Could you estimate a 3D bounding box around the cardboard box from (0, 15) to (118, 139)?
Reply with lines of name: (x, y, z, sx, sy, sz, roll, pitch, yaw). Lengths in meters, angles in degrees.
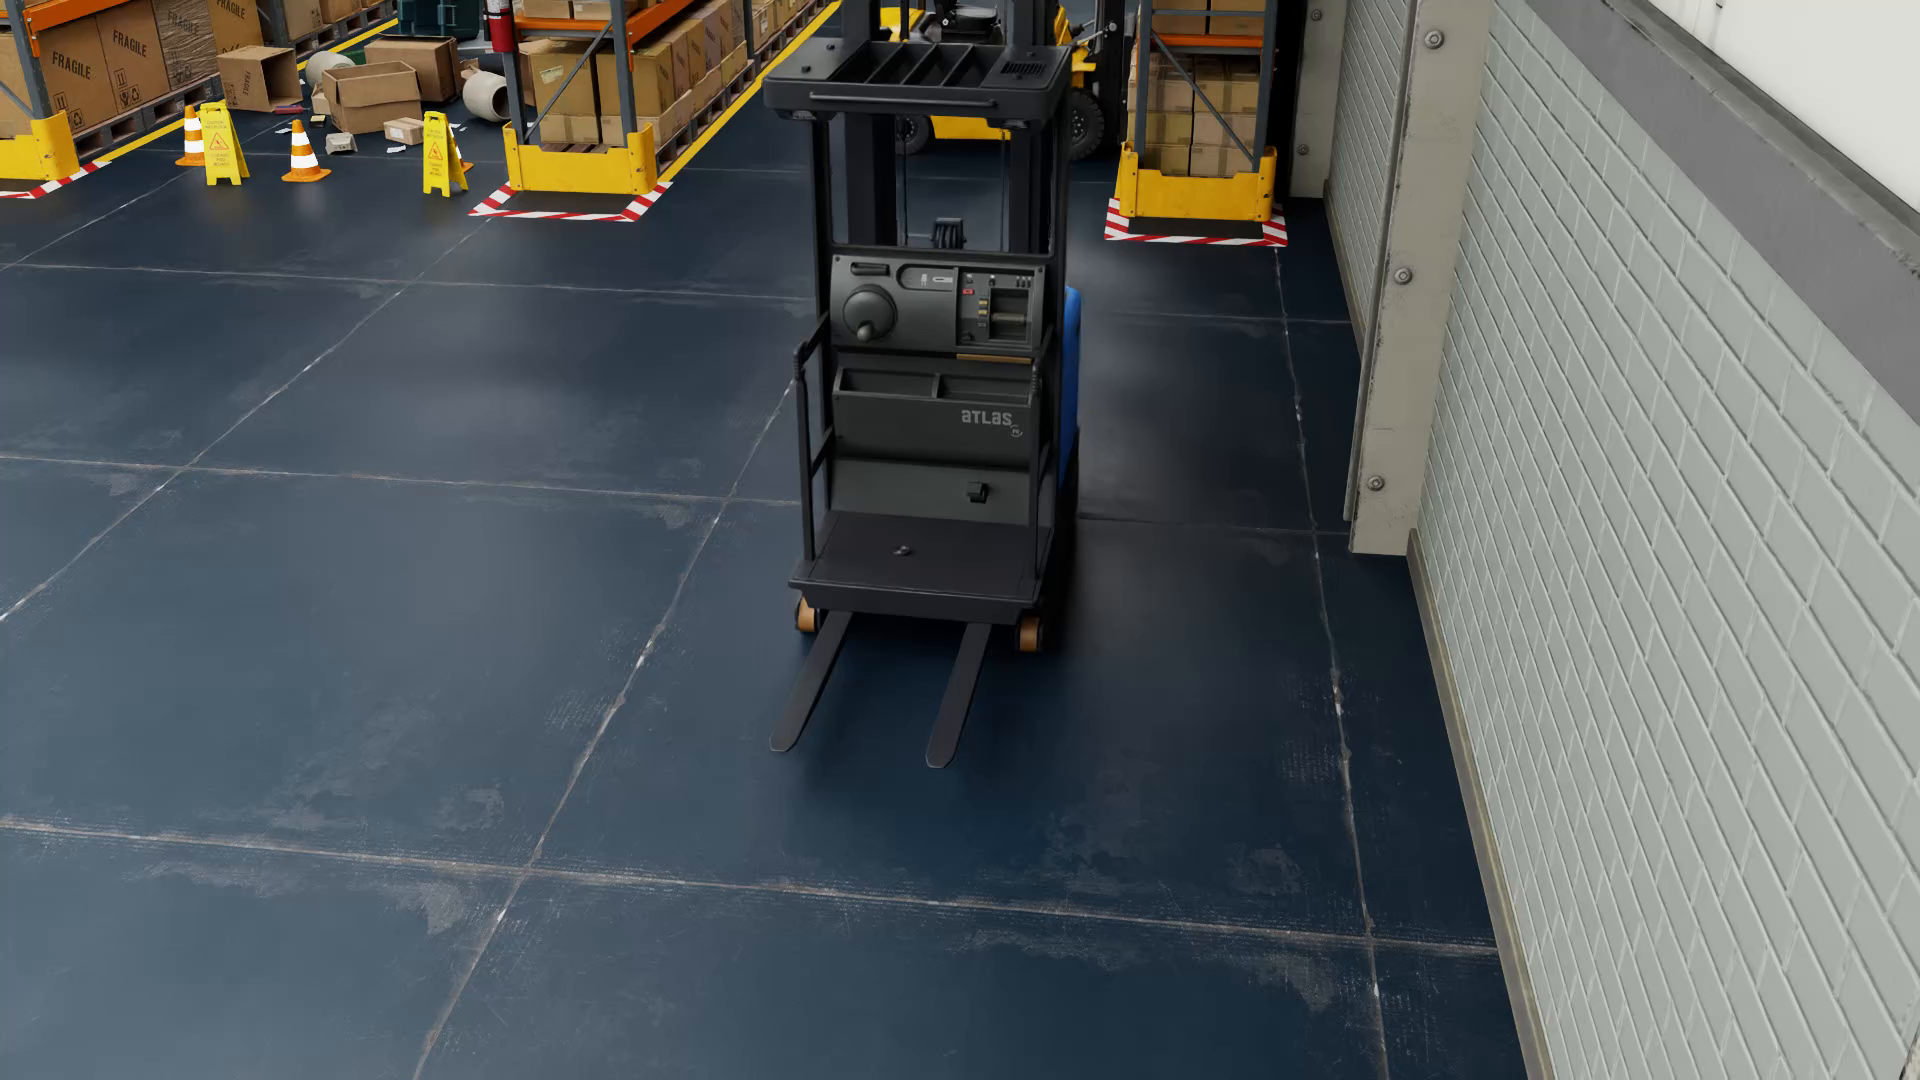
cardboard box: (-7.995, -3.994, 14.298, 0.875, 0.875, 0.875, 4, 29, 6)

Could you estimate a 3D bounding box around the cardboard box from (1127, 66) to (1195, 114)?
cardboard box: (1.586, -3.544, 13.067, 0.500, 0.250, 0.500, 4, 29, 8)

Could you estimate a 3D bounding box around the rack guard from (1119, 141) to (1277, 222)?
rack guard: (1.836, -2.782, 12.888, 1.175, 0.500, 0.348, 3, 28, 6)

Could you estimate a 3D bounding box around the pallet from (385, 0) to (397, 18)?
pallet: (-7.204, -6.592, 20.264, 1.003, 0.211, 1.213, 3, 28, 6)

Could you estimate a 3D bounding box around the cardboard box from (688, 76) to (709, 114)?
cardboard box: (-2.590, -4.016, 14.999, 0.500, 0.250, 0.500, 5, 29, 10)

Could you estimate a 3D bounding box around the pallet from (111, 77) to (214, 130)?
pallet: (-7.840, -4.147, 15.725, 1.003, 0.211, 1.213, 3, 28, 6)

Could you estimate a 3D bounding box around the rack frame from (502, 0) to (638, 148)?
rack frame: (-3.087, -4.181, 12.848, 1.000, 3.000, 0.127, 3, 28, 6)

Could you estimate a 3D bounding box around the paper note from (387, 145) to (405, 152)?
paper note: (-4.947, -3.434, 14.593, 0.148, 0.019, 0.142, -6, 29, -11)

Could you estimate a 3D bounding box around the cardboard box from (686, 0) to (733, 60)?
cardboard box: (-2.464, -4.835, 15.727, 0.500, 0.500, 0.500, 4, 29, 7)

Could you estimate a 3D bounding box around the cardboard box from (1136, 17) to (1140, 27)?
cardboard box: (1.836, -4.507, 14.856, 0.500, 0.250, 0.500, 4, 29, 8)

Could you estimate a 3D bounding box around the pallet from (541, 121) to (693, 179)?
pallet: (-2.944, -3.369, 14.282, 1.003, 0.211, 1.213, 3, 28, 6)

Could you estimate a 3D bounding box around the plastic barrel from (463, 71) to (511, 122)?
plastic barrel: (-4.337, -4.107, 15.427, 0.421, 0.421, 0.512, -24, 36, -37)

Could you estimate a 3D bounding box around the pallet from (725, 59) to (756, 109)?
pallet: (-2.645, -4.518, 16.414, 1.003, 0.211, 1.213, 3, 28, 6)

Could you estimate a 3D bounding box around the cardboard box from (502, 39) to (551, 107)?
cardboard box: (-4.079, -4.539, 16.146, 0.500, 0.500, 0.500, -24, 36, -37)

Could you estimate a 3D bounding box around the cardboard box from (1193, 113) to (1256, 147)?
cardboard box: (2.103, -3.298, 13.138, 0.500, 0.250, 0.500, 4, 29, 7)

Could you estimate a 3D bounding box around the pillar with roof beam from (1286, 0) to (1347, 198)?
pillar with roof beam: (-1.453, -7.061, 11.868, 9.100, 9.000, 0.400, 3, 28, 6)

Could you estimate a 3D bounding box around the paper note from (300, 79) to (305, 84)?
paper note: (-6.706, -4.628, 16.808, 0.147, 0.020, 0.142, -17, 33, -29)

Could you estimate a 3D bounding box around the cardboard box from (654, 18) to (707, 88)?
cardboard box: (-2.583, -4.342, 14.813, 0.500, 0.500, 0.500, 4, 29, 7)

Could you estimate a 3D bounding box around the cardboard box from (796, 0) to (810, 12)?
cardboard box: (-2.269, -6.362, 19.223, 0.950, 0.372, 0.625, 3, 28, 5)

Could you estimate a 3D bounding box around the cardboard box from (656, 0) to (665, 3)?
cardboard box: (-2.634, -4.575, 13.844, 0.380, 0.149, 0.250, 4, 29, 7)

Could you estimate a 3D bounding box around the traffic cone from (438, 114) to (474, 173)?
traffic cone: (-4.315, -3.341, 13.965, 0.336, 0.463, 0.334, 3, 28, 6)

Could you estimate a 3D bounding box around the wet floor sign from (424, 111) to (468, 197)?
wet floor sign: (-4.173, -3.117, 13.356, 0.267, 0.644, 0.232, 14, 31, 24)

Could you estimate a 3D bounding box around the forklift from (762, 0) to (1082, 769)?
forklift: (-0.132, -0.978, 6.974, 1.130, 2.935, 3.031, 5, 29, 9)

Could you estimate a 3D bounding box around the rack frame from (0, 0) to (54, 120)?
rack frame: (-8.013, -4.421, 13.294, 1.000, 3.000, 0.127, 3, 28, 6)

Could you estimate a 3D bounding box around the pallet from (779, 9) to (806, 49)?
pallet: (-2.356, -5.779, 18.754, 1.003, 0.211, 1.213, 3, 28, 6)

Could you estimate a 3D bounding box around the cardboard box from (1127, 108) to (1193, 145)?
cardboard box: (1.589, -3.336, 13.209, 0.500, 0.250, 0.500, 3, 28, 6)

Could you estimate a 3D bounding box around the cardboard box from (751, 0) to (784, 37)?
cardboard box: (-2.451, -5.677, 17.954, 0.950, 0.372, 0.625, 5, 29, 9)

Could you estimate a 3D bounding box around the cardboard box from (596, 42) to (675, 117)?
cardboard box: (-2.712, -3.860, 13.918, 0.500, 0.500, 0.500, 2, 28, 4)

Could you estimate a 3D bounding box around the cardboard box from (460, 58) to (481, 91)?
cardboard box: (-4.827, -4.601, 16.511, 0.258, 0.266, 0.396, -17, 33, -29)

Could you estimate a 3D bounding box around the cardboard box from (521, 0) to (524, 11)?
cardboard box: (-3.333, -4.385, 13.491, 0.380, 0.149, 0.250, 3, 28, 6)

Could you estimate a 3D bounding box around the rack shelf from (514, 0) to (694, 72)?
rack shelf: (-2.842, -4.806, 14.766, 1.077, 0.370, 4.000, 3, 28, 6)

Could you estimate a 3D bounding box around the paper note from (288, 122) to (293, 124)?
paper note: (-6.179, -3.877, 15.437, 0.032, 0.001, 0.123, 20, 34, 32)

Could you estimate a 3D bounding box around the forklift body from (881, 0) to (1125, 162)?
forklift body: (0.261, -4.519, 14.371, 2.313, 2.155, 1.214, 3, 28, 6)

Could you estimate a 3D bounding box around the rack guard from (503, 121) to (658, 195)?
rack guard: (-3.078, -3.116, 13.507, 1.175, 0.500, 0.348, 3, 28, 6)

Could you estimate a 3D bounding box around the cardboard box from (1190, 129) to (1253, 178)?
cardboard box: (2.094, -3.088, 13.276, 0.500, 0.250, 0.500, 3, 29, 6)

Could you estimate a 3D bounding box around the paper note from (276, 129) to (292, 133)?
paper note: (-6.141, -3.733, 15.149, 0.144, 0.017, 0.142, 14, 31, 24)

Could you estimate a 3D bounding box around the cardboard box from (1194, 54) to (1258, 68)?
cardboard box: (2.144, -3.759, 13.468, 0.500, 0.250, 0.500, 3, 28, 6)

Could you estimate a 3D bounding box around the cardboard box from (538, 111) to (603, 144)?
cardboard box: (-3.252, -3.563, 14.157, 0.500, 0.250, 0.500, 3, 28, 6)

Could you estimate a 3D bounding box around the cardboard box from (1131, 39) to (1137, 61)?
cardboard box: (1.695, -4.022, 13.956, 0.500, 0.250, 0.500, 4, 29, 7)

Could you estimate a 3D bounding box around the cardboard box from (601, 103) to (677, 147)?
cardboard box: (-2.714, -3.519, 14.076, 0.500, 0.250, 0.500, 3, 28, 6)

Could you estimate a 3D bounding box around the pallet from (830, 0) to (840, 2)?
pallet: (-1.936, -7.086, 21.180, 1.003, 0.211, 1.213, 3, 28, 6)

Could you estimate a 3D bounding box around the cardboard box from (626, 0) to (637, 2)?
cardboard box: (-2.754, -4.563, 13.138, 0.500, 0.500, 0.500, 3, 28, 5)

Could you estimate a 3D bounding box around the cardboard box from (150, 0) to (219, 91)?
cardboard box: (-7.776, -4.837, 15.863, 0.875, 0.875, 0.875, 4, 29, 7)

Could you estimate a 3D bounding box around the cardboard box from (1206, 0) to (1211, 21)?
cardboard box: (2.217, -4.402, 13.153, 0.500, 0.500, 0.500, 4, 29, 8)

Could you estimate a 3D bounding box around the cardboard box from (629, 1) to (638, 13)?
cardboard box: (-2.824, -4.338, 13.404, 0.380, 0.149, 0.250, 4, 29, 7)

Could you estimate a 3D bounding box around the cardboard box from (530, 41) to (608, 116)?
cardboard box: (-3.248, -3.878, 13.951, 0.500, 0.500, 0.500, 4, 29, 7)

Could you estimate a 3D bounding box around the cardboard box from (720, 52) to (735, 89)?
cardboard box: (-2.458, -4.493, 15.884, 0.500, 0.250, 0.500, 3, 28, 5)

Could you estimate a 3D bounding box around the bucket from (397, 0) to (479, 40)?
bucket: (-5.251, -5.334, 16.837, 0.726, 0.611, 0.620, 14, 21, 24)

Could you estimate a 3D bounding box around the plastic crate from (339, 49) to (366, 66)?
plastic crate: (-6.244, -4.933, 17.149, 0.450, 0.188, 0.662, 9, 28, 37)

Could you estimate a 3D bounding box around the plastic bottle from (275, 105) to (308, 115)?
plastic bottle: (-6.331, -4.080, 15.759, 0.283, 0.061, 0.133, -6, 29, -11)

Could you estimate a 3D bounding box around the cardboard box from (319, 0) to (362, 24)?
cardboard box: (-7.414, -6.250, 18.617, 1.050, 0.750, 0.750, 3, 28, 6)

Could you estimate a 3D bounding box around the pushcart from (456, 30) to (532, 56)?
pushcart: (-4.866, -5.018, 17.167, 1.648, 0.377, 0.936, -6, 29, -11)

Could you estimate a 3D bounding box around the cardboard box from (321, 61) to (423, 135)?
cardboard box: (-5.385, -4.056, 15.248, 0.797, 0.503, 0.637, -17, 33, -29)

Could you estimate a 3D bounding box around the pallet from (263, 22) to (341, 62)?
pallet: (-7.503, -5.444, 18.132, 1.003, 0.211, 1.213, 3, 28, 6)

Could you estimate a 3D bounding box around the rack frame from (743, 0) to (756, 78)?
rack frame: (-2.597, -6.064, 16.343, 1.000, 3.000, 0.127, 3, 28, 6)

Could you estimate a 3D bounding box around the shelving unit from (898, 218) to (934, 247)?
shelving unit: (-0.240, -1.077, 8.984, 0.258, 1.200, 0.503, 3, 28, 6)

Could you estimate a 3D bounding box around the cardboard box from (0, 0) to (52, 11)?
cardboard box: (-8.012, -4.664, 13.587, 0.875, 0.550, 0.550, 3, 28, 6)

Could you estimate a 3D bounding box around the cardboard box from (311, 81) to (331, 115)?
cardboard box: (-5.905, -4.184, 15.737, 0.396, 0.266, 0.258, 8, 29, 15)

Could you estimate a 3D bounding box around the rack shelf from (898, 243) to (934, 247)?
rack shelf: (-0.240, -1.423, 8.797, 0.258, 0.148, 0.480, 3, 28, 6)
